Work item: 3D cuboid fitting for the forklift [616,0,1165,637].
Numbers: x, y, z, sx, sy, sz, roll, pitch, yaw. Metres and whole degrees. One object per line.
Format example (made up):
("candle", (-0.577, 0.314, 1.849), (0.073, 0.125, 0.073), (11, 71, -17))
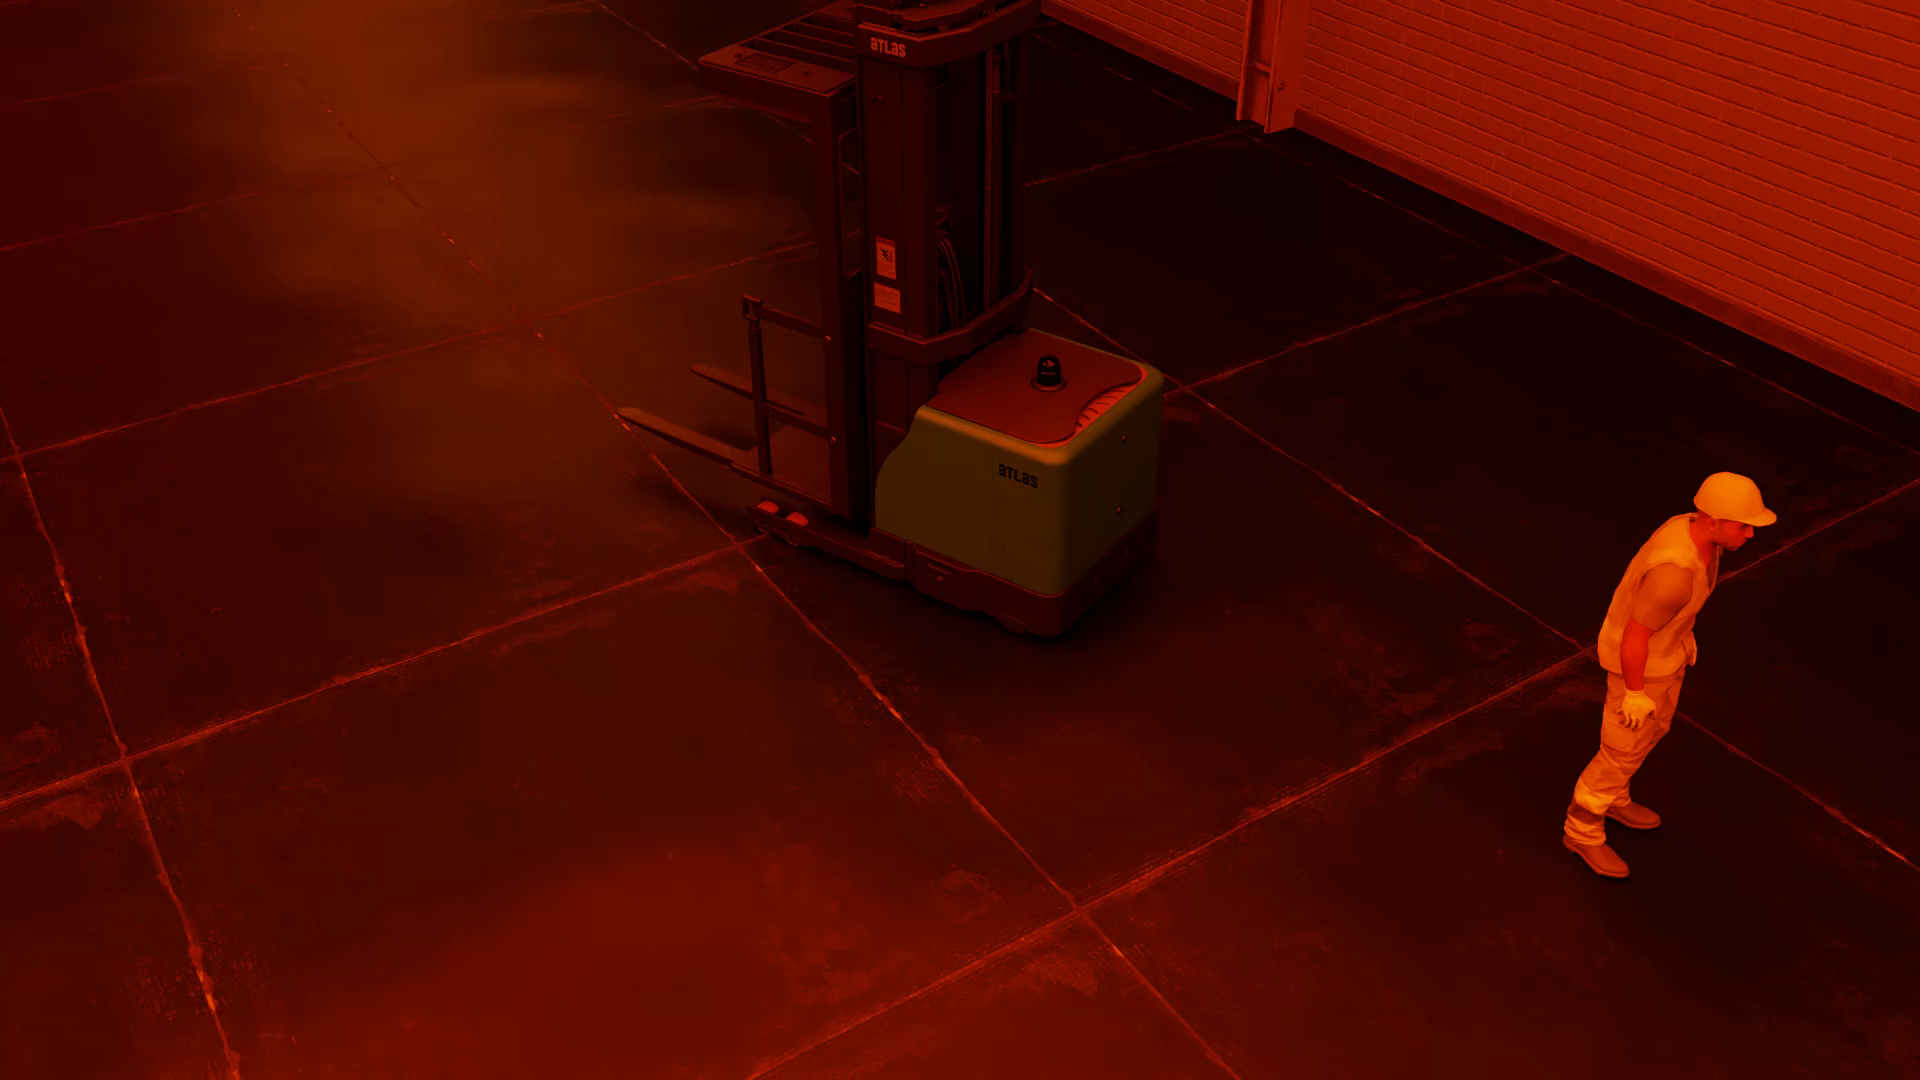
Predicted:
("forklift", (-0.500, -1.399, 8.138), (3.031, 2.935, 1.130), (22, 41, 28))

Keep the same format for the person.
("person", (2.708, 0.491, 6.455), (0.454, 1.779, 0.609), (25, 42, 31))
